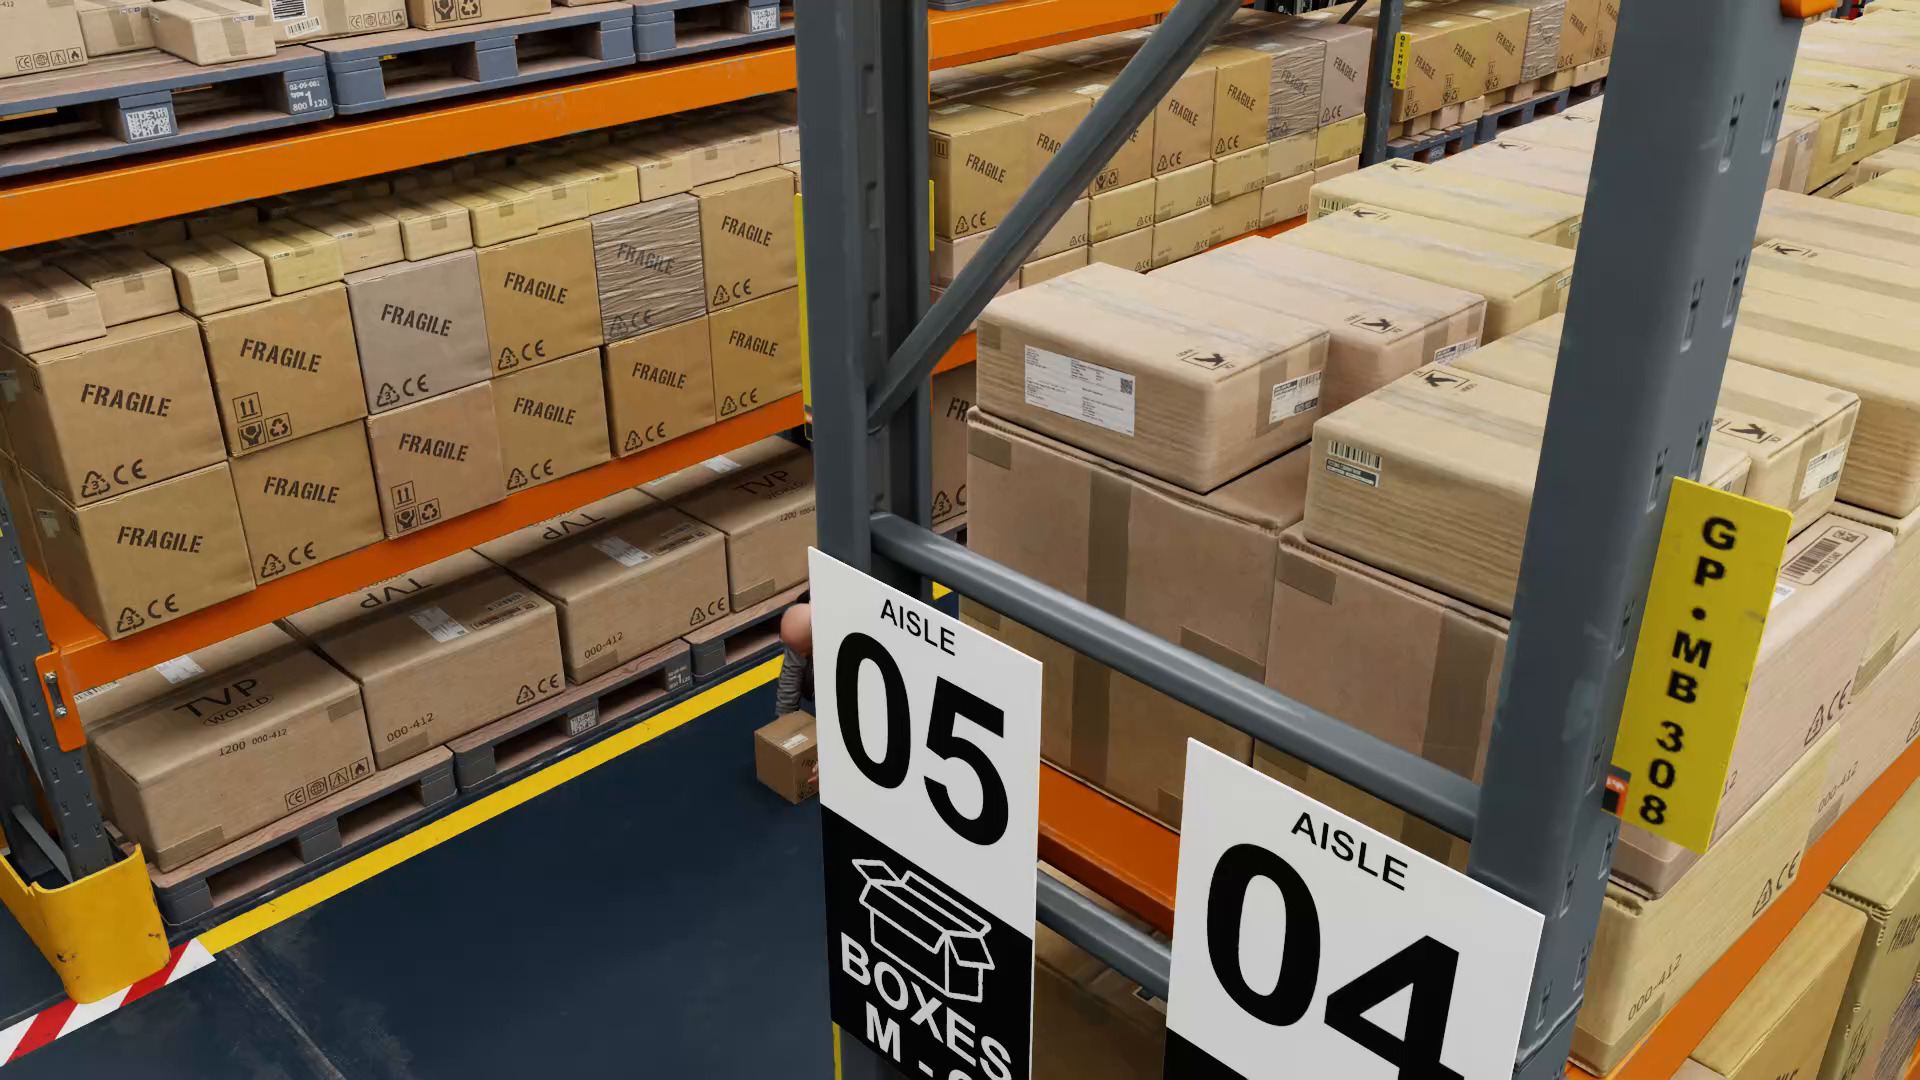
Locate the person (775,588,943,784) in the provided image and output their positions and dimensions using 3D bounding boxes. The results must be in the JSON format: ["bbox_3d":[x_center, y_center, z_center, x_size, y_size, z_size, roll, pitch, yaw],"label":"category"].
[{"bbox_3d":[-0.426,0.524,7.065,0.871,0.876,0.538,-25,36,-39],"label":"person"}]
